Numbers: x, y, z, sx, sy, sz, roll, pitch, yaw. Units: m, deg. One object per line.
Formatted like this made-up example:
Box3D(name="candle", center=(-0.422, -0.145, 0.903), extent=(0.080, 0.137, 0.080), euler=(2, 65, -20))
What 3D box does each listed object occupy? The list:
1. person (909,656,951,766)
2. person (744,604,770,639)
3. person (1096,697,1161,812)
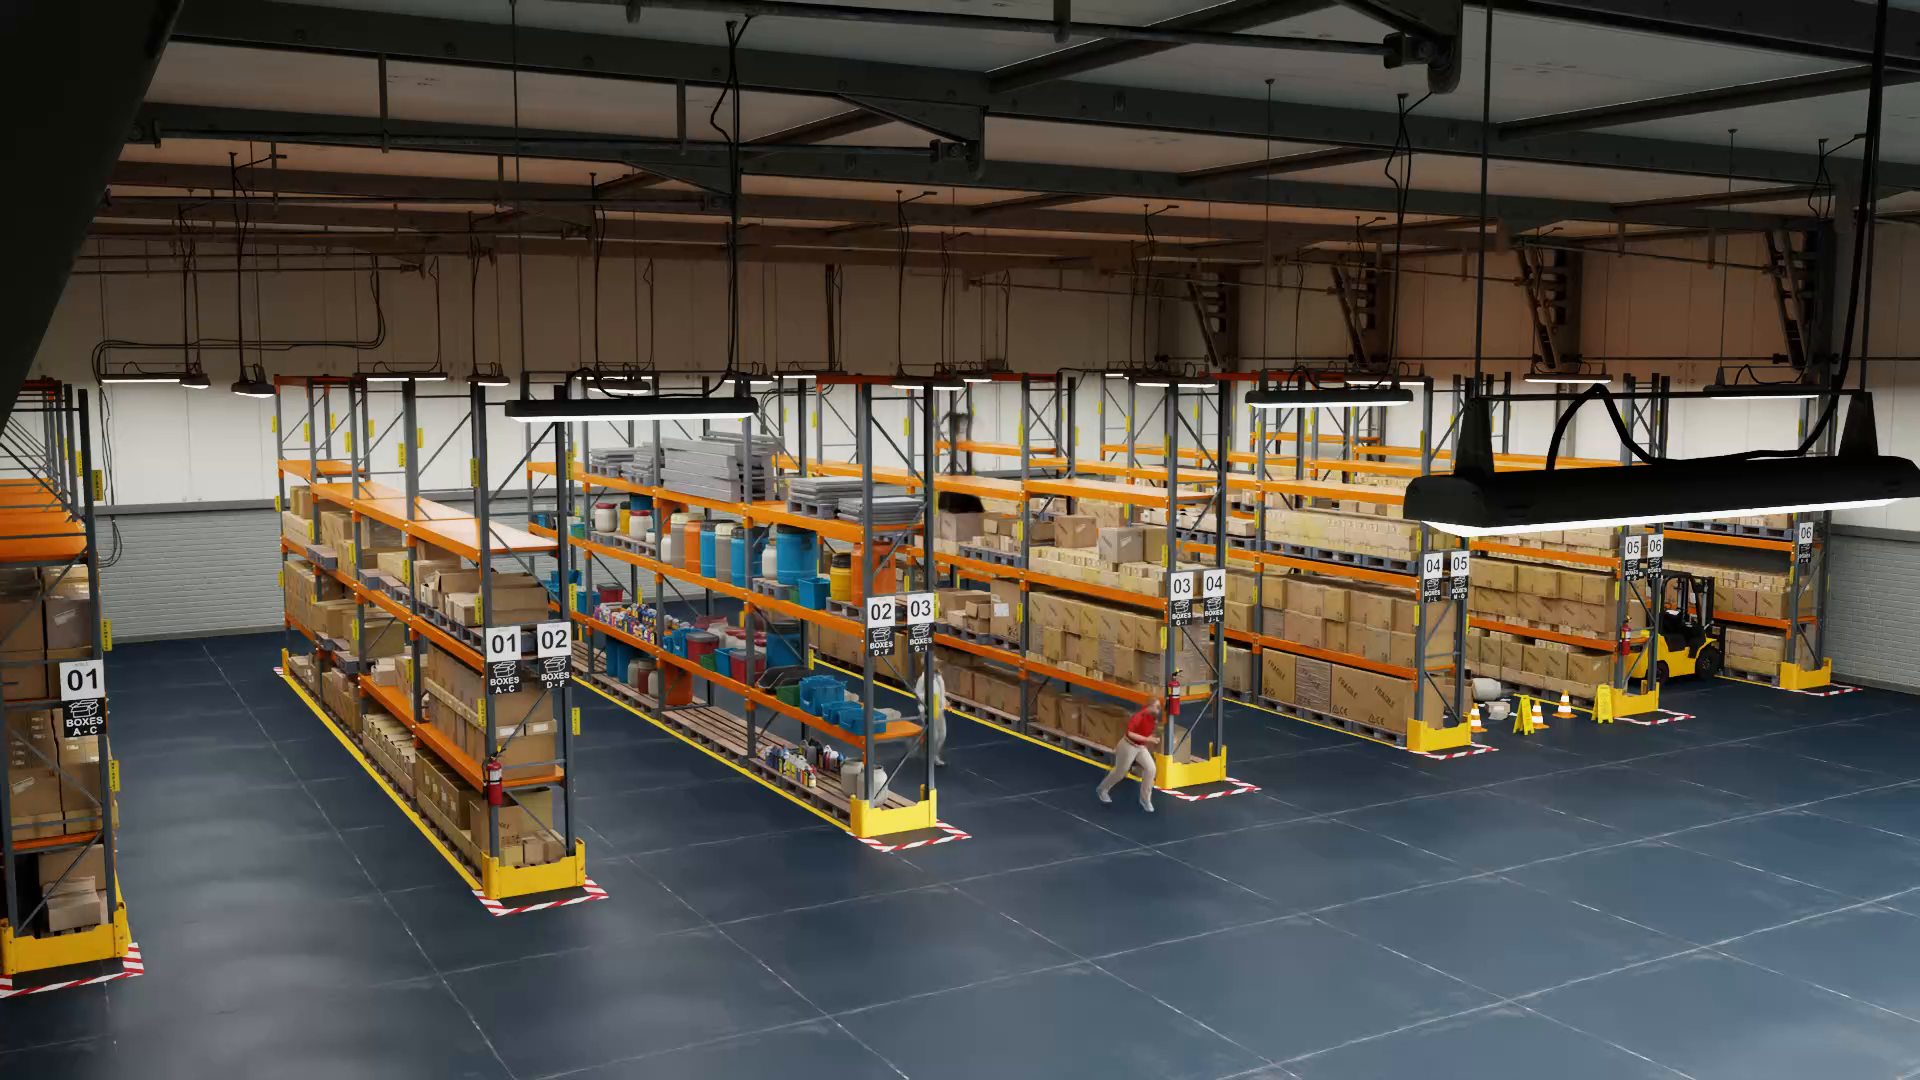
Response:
Box3D(name="person", center=(-0.461, 2.637, 25.920), extent=(0.654, 1.731, 0.654), euler=(4, 8, 34))
Box3D(name="person", center=(-3.823, 1.992, 31.605), extent=(0.925, 1.791, 0.733), euler=(6, 9, 44))
Box3D(name="person", center=(2.395, 3.051, 23.432), extent=(1.014, 1.587, 0.707), euler=(4, 8, 34))
